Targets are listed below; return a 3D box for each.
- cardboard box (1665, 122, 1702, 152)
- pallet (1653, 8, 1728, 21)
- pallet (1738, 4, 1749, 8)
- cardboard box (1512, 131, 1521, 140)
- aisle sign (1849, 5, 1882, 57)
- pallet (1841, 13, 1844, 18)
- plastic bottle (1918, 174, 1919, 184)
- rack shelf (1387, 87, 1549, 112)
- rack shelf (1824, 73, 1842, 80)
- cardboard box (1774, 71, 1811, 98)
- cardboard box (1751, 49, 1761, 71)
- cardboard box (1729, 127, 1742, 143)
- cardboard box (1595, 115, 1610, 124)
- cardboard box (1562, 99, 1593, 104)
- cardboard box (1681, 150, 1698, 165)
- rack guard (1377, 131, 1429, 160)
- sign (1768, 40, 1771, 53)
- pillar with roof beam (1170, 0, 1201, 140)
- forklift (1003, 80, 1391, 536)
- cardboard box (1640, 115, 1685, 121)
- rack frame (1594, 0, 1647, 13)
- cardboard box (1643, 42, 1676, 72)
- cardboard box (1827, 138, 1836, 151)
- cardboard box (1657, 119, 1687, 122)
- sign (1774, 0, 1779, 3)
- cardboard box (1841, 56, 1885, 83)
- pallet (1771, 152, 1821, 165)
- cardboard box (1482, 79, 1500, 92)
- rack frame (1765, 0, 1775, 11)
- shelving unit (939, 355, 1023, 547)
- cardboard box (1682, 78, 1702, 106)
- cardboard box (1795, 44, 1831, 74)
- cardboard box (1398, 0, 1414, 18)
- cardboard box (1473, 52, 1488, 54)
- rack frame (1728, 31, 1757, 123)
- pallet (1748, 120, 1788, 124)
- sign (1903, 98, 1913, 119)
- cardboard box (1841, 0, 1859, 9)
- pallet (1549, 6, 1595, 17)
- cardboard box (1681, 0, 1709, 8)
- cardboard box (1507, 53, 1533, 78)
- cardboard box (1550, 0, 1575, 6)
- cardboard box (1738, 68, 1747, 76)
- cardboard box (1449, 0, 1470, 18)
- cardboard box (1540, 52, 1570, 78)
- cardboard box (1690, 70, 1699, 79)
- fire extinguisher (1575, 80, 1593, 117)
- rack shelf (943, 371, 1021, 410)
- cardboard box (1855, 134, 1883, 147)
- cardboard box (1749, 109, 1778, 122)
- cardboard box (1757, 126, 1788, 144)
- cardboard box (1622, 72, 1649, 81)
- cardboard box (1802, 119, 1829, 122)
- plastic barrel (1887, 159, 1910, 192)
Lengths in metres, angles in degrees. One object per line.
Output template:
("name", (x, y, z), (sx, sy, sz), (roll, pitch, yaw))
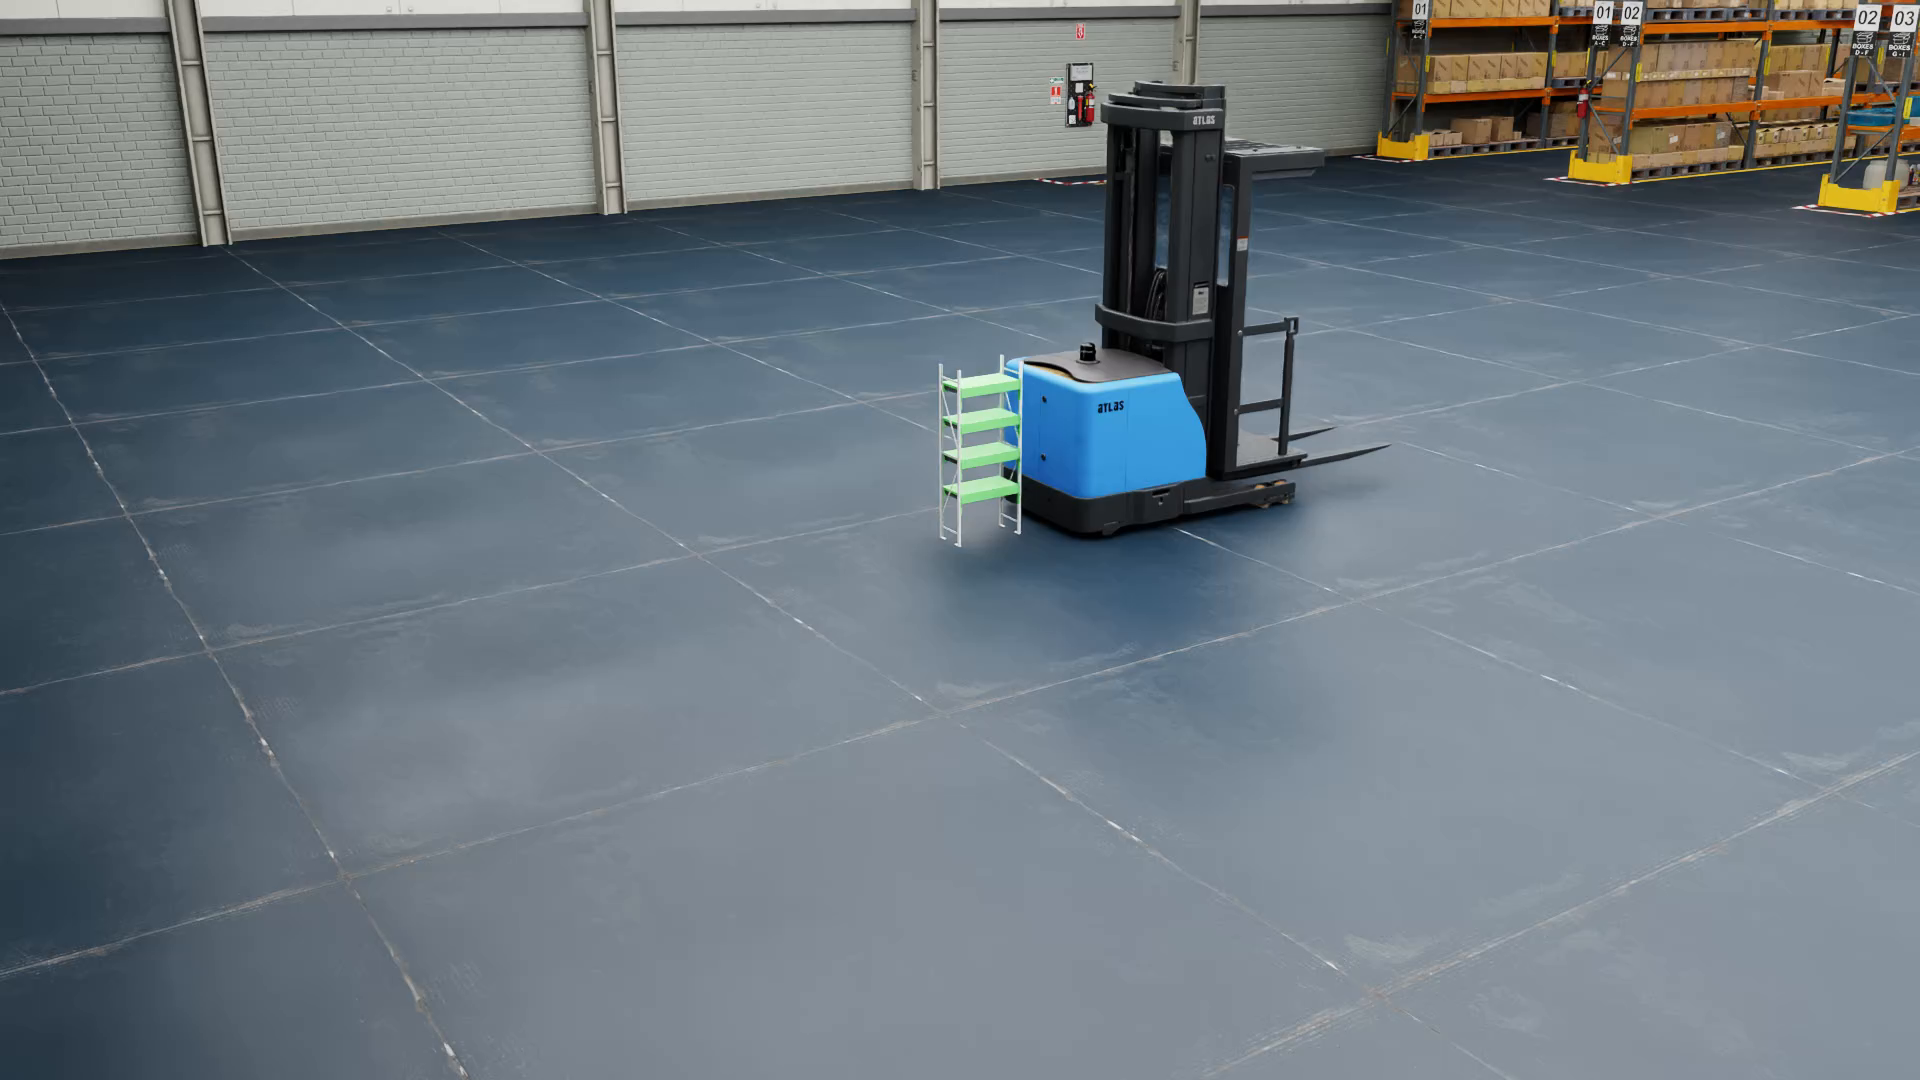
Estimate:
("cardboard box", (13.856, -7.749, 31.950), (0.500, 0.500, 0.500), (-12, 22, -31))
("pallet", (13.656, -9.912, 31.335), (1.213, 0.211, 1.003), (-12, 22, -31))
("pallet", (18.587, -12.793, 40.017), (1.217, 0.209, 0.805), (-13, 23, -34))
("cardboard box", (12.214, -8.992, 36.896), (0.250, 0.166, 0.380), (-16, 24, -38))
("aisle sign", (14.529, -8.172, 26.674), (0.004, 0.787, 0.394), (-12, 22, -31))
("pallet", (18.195, -10.796, 34.108), (1.003, 0.211, 1.213), (-11, 21, -29))
("plastic bottle", (16.626, -6.264, 28.773), (0.097, 0.201, 0.097), (0, 19, 0))
("rack shelf", (10.974, -9.535, 35.889), (4.000, 0.370, 1.077), (-12, 22, -31))
("rack shelf", (20.996, -11.649, 42.141), (4.000, 0.370, 1.077), (-12, 22, -31))
("cardboard box", (16.881, -9.263, 33.805), (0.500, 0.500, 0.500), (-12, 22, -31))
("cardboard box", (19.079, -11.686, 40.477), (0.500, 0.500, 0.500), (-12, 22, -32))
("cardboard box", (15.552, -8.214, 33.619), (0.500, 0.311, 0.500), (-12, 22, -31))
("cardboard box", (14.519, -9.661, 38.355), (0.500, 0.500, 0.700), (-12, 22, -32))
("cardboard box", (14.048, -9.913, 37.928), (0.500, 0.250, 0.500), (-13, 22, -33))
("cardboard box", (13.855, -7.394, 32.071), (0.500, 0.250, 0.500), (-12, 22, -31))
("rack guard", (9.367, -8.353, 35.171), (0.348, 0.500, 1.175), (-12, 22, -31))
("sign", (19.632, -12.005, 40.386), (0.005, 0.325, 0.100), (-12, 22, -31))
("pillar with roof beam", (6.769, -10.512, 28.287), (0.400, 9.000, 9.100), (-12, 22, -31))
("forklift", (1.830, -1.748, 11.839), (3.031, 2.935, 1.130), (-11, 22, -29))
("cardboard box", (16.671, -10.208, 39.456), (0.750, 0.750, 0.750), (-12, 22, -32))
("rack frame", (12.031, -11.041, 29.853), (0.127, 3.000, 1.000), (-12, 22, -31))
("cardboard box", (12.909, -9.043, 31.129), (0.500, 0.500, 0.700), (-13, 22, -33))
("cardboard box", (17.979, -8.255, 34.617), (0.500, 0.250, 0.500), (-12, 22, -32))
("cardboard box", (13.977, -7.981, 32.636), (0.500, 0.500, 0.500), (-12, 22, -31))
("sign", (15.678, -10.459, 31.884), (0.005, 0.325, 0.100), (-12, 22, -31))
("cardboard box", (19.177, -9.996, 35.316), (0.700, 0.500, 0.500), (14, 23, 35))
("pallet", (16.986, -7.939, 34.399), (1.213, 0.211, 1.003), (-12, 22, -31))
("cardboard box", (11.164, -9.735, 35.559), (0.500, 0.250, 0.500), (-12, 22, -31))
("rack frame", (15.372, -11.746, 31.937), (0.127, 3.000, 1.000), (-12, 22, -31))
("shelving unit", (0.138, -0.598, 11.139), (0.503, 1.200, 0.258), (-12, 22, -31))
("cardboard box", (13.720, -8.599, 31.840), (0.500, 0.500, 0.700), (-11, 22, -30))
("cardboard box", (21.644, -12.260, 42.358), (0.700, 0.700, 0.980), (-12, 22, -32))
("cardboard box", (9.513, -11.143, 34.649), (0.500, 0.500, 0.500), (-10, 21, -28))
("cardboard box", (11.284, -10.318, 36.115), (0.500, 0.500, 0.500), (-11, 22, -30))
("rack frame", (19.326, -11.637, 40.983), (0.127, 3.000, 1.000), (-12, 22, -31))
("pallet", (20.004, -10.429, 41.764), (1.213, 0.211, 1.003), (-12, 22, -31))
("sign", (15.051, -6.857, 26.411), (0.005, 0.325, 0.100), (-12, 22, -31))
("cardboard box", (17.937, -10.965, 33.890), (0.500, 0.250, 0.500), (-11, 22, -30))
("pallet", (13.218, -11.640, 36.602), (1.003, 0.211, 1.213), (-12, 22, -31))
("cardboard box", (13.568, -10.152, 30.877), (0.500, 0.500, 0.500), (-12, 22, -31))
("cardboard box", (12.006, -10.266, 35.961), (0.500, 0.500, 0.500), (-12, 22, -32))
("cardboard box", (13.145, -11.970, 36.473), (0.500, 0.500, 0.500), (-9, 20, -24))
("cardboard box", (15.055, -9.110, 32.340), (0.250, 0.149, 0.380), (-12, 22, -33))
("cardboard box", (10.189, -11.078, 34.460), (0.500, 0.500, 0.500), (-10, 21, -28))
("cardboard box", (13.088, -10.564, 36.967), (0.500, 0.500, 0.700), (-12, 22, -31))
("cardboard box", (13.762, -8.836, 31.528), (0.250, 0.149, 0.380), (-12, 22, -31))
("fire extinguisher", (11.677, -8.266, 31.132), (0.183, 0.674, 0.296), (-12, 22, -31))
("rack shelf", (0.138, -0.992, 11.006), (0.480, 0.148, 0.258), (-12, 22, -31))
("cardboard box", (19.250, -8.636, 35.323), (0.500, 0.500, 0.500), (-11, 22, -29))
("cardboard box", (20.007, -10.756, 41.625), (0.500, 0.500, 0.700), (-12, 22, -31))
("cardboard box", (16.275, -8.159, 33.456), (0.500, 0.311, 0.500), (-12, 22, -32))
("cardboard box", (12.477, -8.565, 30.728), (0.250, 0.149, 0.380), (-12, 22, -32))
("cardboard box", (18.114, -8.757, 35.225), (0.500, 0.311, 0.500), (-11, 22, -30))
("plastic barrel", (15.679, -6.119, 27.889), (0.421, 0.512, 0.421), (0, 19, 0))
